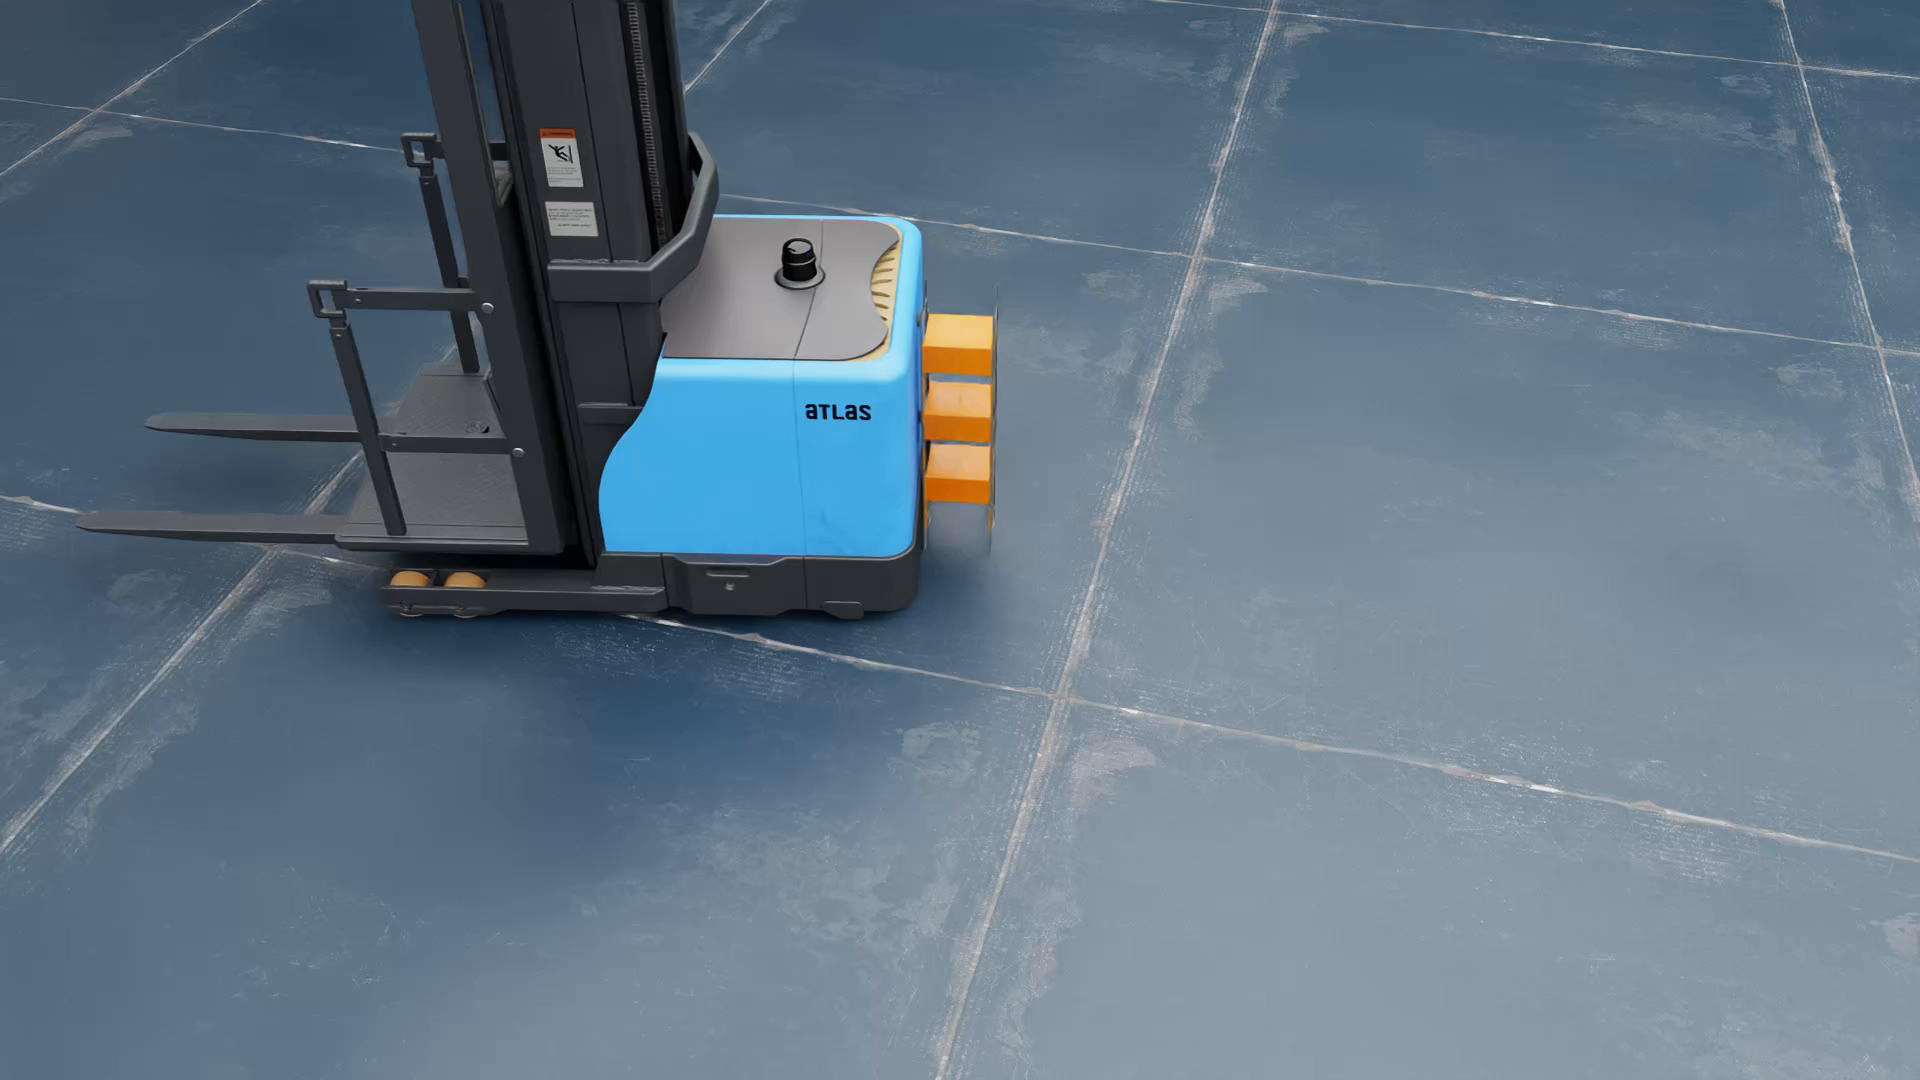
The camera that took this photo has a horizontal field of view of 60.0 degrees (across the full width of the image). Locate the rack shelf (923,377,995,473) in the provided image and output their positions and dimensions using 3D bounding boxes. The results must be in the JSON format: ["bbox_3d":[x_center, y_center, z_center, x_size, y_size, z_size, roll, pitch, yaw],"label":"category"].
[{"bbox_3d":[-0.001,-0.412,5.941,0.240,0.259,0.215,3,40,4],"label":"rack shelf"}]

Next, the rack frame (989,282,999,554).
[{"bbox_3d":[0.120,-0.414,5.926,0.008,1.050,0.200,3,40,4],"label":"rack frame"}]

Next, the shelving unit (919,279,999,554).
[{"bbox_3d":[-0.001,-0.420,5.934,0.252,1.050,0.215,3,40,4],"label":"shelving unit"}]

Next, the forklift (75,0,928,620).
[{"bbox_3d":[-1.653,-1.184,5.381,3.031,2.935,1.130,1,40,1],"label":"forklift"}]

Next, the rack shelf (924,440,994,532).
[{"bbox_3d":[-0.001,-0.199,6.119,0.240,0.259,0.215,3,40,4],"label":"rack shelf"}]

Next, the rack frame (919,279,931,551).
[{"bbox_3d":[-0.123,-0.426,5.941,0.008,1.050,0.200,3,40,4],"label":"rack frame"}]

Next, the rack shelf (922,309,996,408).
[{"bbox_3d":[-0.001,-0.629,5.758,0.240,0.259,0.215,3,40,4],"label":"rack shelf"}]
